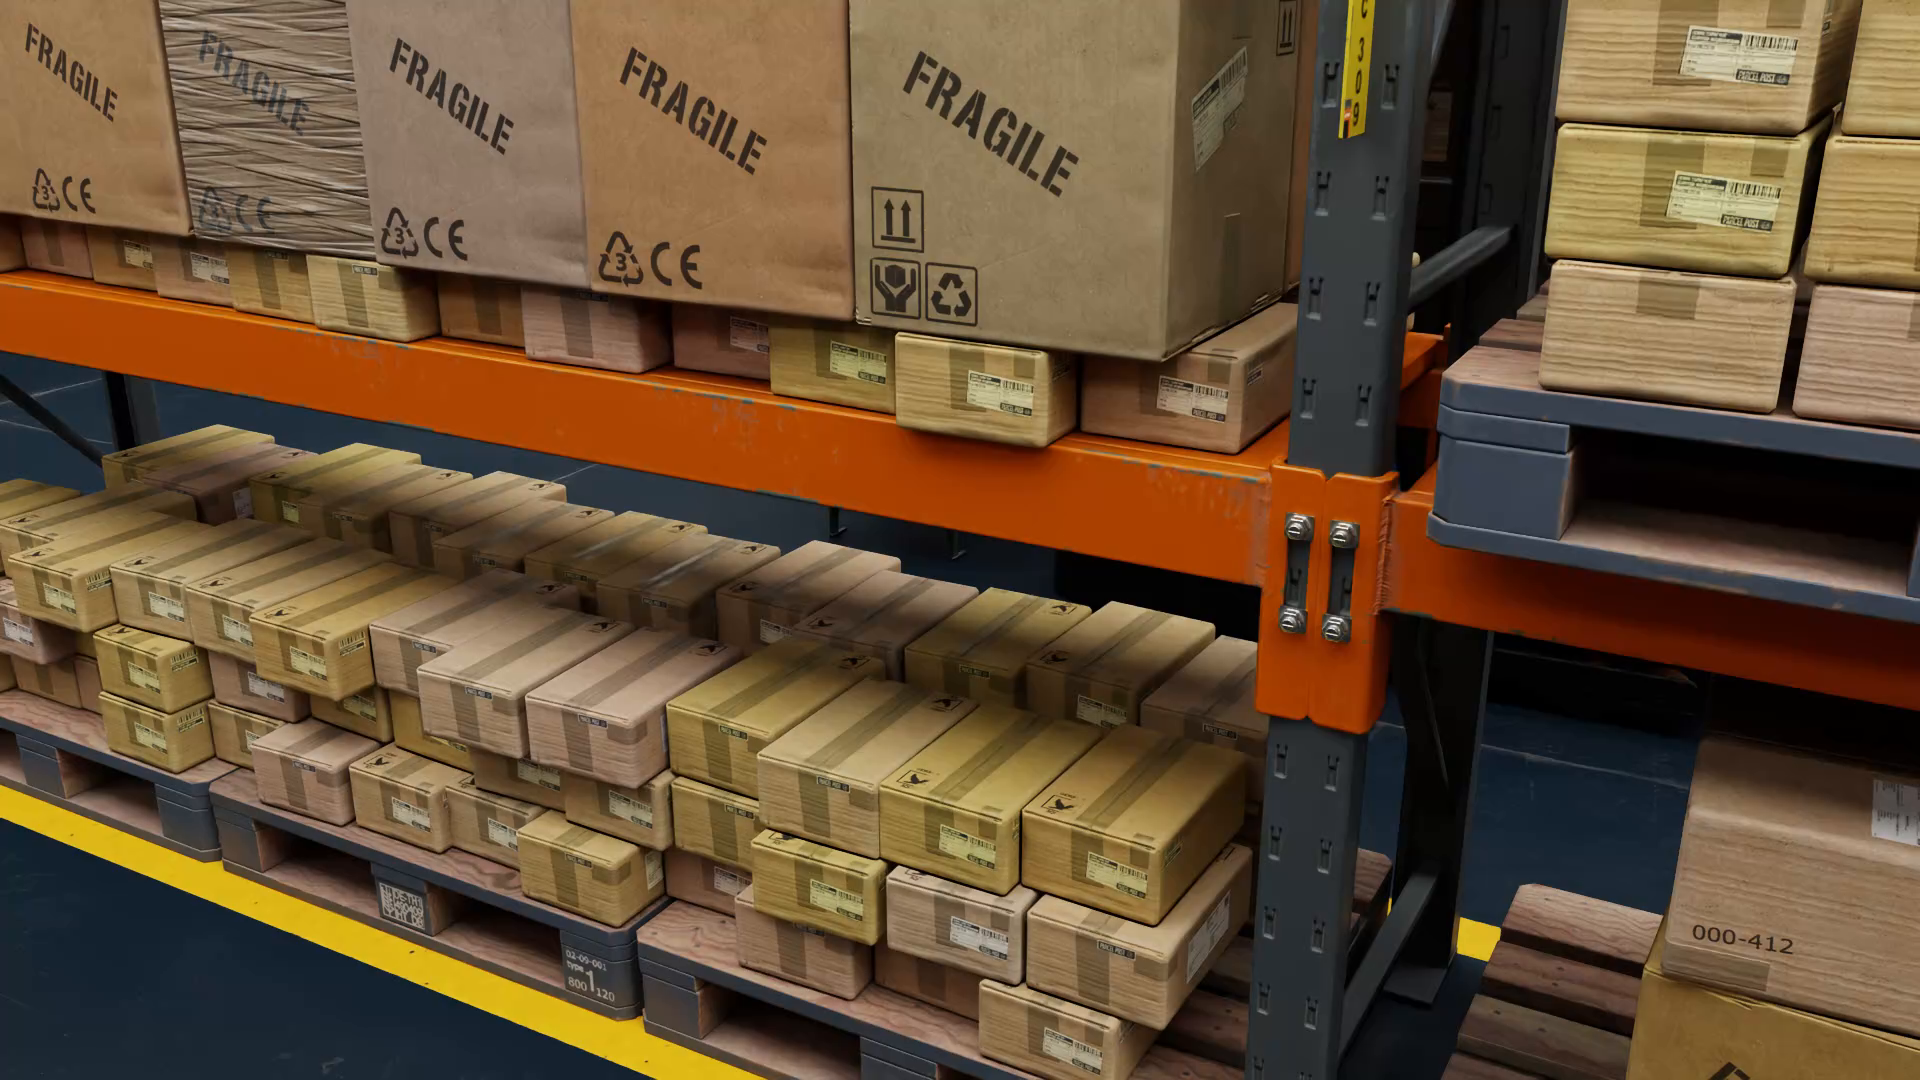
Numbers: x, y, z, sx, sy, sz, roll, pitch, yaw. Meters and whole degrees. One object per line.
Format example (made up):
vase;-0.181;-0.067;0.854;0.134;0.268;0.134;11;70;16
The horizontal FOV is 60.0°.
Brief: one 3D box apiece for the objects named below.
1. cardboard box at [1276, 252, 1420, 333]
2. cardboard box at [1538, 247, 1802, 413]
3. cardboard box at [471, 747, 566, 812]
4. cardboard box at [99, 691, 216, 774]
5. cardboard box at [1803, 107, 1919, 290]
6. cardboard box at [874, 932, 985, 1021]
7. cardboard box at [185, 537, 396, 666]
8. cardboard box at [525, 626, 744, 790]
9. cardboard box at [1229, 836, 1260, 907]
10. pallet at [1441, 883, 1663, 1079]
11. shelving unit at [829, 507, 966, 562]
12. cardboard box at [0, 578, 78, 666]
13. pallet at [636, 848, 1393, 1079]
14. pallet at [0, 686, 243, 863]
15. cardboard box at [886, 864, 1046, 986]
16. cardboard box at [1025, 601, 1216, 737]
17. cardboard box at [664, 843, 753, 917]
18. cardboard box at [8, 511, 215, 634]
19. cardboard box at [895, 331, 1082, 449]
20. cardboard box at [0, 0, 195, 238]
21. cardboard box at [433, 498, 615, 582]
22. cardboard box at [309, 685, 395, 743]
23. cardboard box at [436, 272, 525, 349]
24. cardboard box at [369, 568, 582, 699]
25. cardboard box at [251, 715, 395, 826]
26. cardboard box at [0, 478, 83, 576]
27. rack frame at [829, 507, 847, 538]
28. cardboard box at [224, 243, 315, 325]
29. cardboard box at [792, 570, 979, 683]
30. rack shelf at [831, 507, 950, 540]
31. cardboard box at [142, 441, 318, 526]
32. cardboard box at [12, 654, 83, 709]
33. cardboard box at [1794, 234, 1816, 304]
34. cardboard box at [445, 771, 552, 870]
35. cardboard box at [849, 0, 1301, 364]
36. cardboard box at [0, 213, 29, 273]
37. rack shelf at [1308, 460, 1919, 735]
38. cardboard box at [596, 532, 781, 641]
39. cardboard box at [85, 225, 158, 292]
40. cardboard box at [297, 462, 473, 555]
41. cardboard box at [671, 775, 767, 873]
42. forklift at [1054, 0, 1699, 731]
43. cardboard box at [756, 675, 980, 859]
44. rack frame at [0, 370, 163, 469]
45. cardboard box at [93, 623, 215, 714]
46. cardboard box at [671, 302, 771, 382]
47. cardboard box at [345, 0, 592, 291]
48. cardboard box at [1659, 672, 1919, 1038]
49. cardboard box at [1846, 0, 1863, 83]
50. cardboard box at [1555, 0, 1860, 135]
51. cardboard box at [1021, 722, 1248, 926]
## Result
cardboard box;0.653;-0.432;3.026;0.250;0.149;0.380;12;23;29
cardboard box;0.860;-0.283;1.998;0.250;0.149;0.380;10;22;25
cardboard box;-0.802;0.401;3.490;0.250;0.149;0.380;10;22;25
cardboard box;-1.792;0.388;3.962;0.250;0.149;0.380;11;23;28
cardboard box;1.087;-0.380;1.830;0.250;0.149;0.380;10;22;26
cardboard box;0.046;0.705;3.087;0.250;0.149;0.380;12;23;29
cardboard box;-1.509;0.136;3.784;0.250;0.149;0.380;12;23;29
cardboard box;-0.630;0.322;3.272;0.250;0.149;0.380;10;22;25
cardboard box;0.579;0.581;3.430;0.250;0.149;0.380;10;22;25
pallet;1.421;1.034;2.705;1.213;0.211;1.003;11;23;27
shelving unit;-0.144;-1.015;5.583;0.503;2.100;0.431;11;23;27
cardboard box;-2.208;0.158;4.160;0.250;0.149;0.380;11;23;27
pallet;0.137;0.804;3.339;1.213;0.211;1.003;11;23;27
pallet;-1.993;0.398;4.458;1.213;0.211;1.003;11;23;27
cardboard box;0.068;0.598;2.946;0.250;0.149;0.380;10;22;25
cardboard box;0.329;0.275;3.401;0.250;0.149;0.380;12;23;30
cardboard box;-0.387;0.600;3.376;0.250;0.149;0.380;10;22;26
cardboard box;-2.003;0.070;3.964;0.250;0.149;0.380;11;23;27
cardboard box;0.099;-0.276;2.595;0.250;0.149;0.380;10;22;26
cardboard box;-1.593;-0.934;3.459;0.500;0.500;0.500;11;23;28
cardboard box;-1.054;0.036;4.060;0.250;0.149;0.380;10;22;26
cardboard box;-1.245;0.296;3.779;0.250;0.149;0.380;12;23;30
cardboard box;-0.766;-0.483;3.166;0.250;0.149;0.380;10;22;27
cardboard box;-1.035;0.207;3.589;0.250;0.149;0.380;11;23;27
cardboard box;-1.348;0.469;3.738;0.250;0.149;0.380;10;22;25
cardboard box;-2.460;-0.020;4.213;0.250;0.149;0.380;10;22;25
rack frame;-0.358;-1.055;5.695;0.015;2.100;0.400;11;23;27
cardboard box;-1.242;-0.557;3.371;0.250;0.149;0.380;12;23;29
cardboard box;-0.154;0.211;3.577;0.250;0.149;0.380;10;22;26
rack shelf;-0.145;-0.344;5.826;0.480;0.518;0.431;11;23;27
cardboard box;-1.975;-0.136;4.535;0.250;0.149;0.380;11;23;28
cardboard box;-2.182;0.273;4.278;0.250;0.149;0.380;11;23;27
cardboard box;1.184;-0.478;2.537;0.250;0.149;0.380;10;22;26
cardboard box;-0.867;0.538;3.549;0.250;0.149;0.380;11;23;28
cardboard box;0.180;-0.589;2.507;0.500;0.500;0.500;11;23;27
cardboard box;-2.178;-0.711;3.794;0.250;0.149;0.380;10;22;26
rack shelf;2.487;0.265;1.791;4.000;0.370;1.077;11;23;27
cardboard box;-0.615;0.124;3.818;0.250;0.149;0.380;10;22;25
cardboard box;-1.660;-0.656;3.643;0.250;0.149;0.380;11;22;27
cardboard box;-1.491;-0.069;4.350;0.250;0.149;0.380;10;22;25
cardboard box;-0.345;0.488;3.250;0.250;0.149;0.380;11;23;28
forklift;1.851;-1.073;4.524;3.031;2.935;1.130;9;22;24
cardboard box;-0.160;0.406;3.040;0.250;0.149;0.380;11;22;27
rack frame;-2.752;-1.071;4.419;0.127;3.000;1.000;11;23;27
cardboard box;-1.780;0.247;3.914;0.250;0.149;0.380;12;23;29
cardboard box;-0.297;-0.401;2.941;0.250;0.149;0.380;10;22;26
cardboard box;-0.706;-0.759;2.975;0.500;0.500;0.500;11;23;27
cardboard box;1.257;0.421;2.256;0.500;0.250;0.500;10;22;25
cardboard box;1.186;-0.756;2.431;0.250;0.149;0.380;12;23;30
cardboard box;0.860;-0.562;1.897;0.250;0.149;0.380;12;23;30
cardboard box;0.303;0.476;2.847;0.250;0.149;0.380;12;23;29
